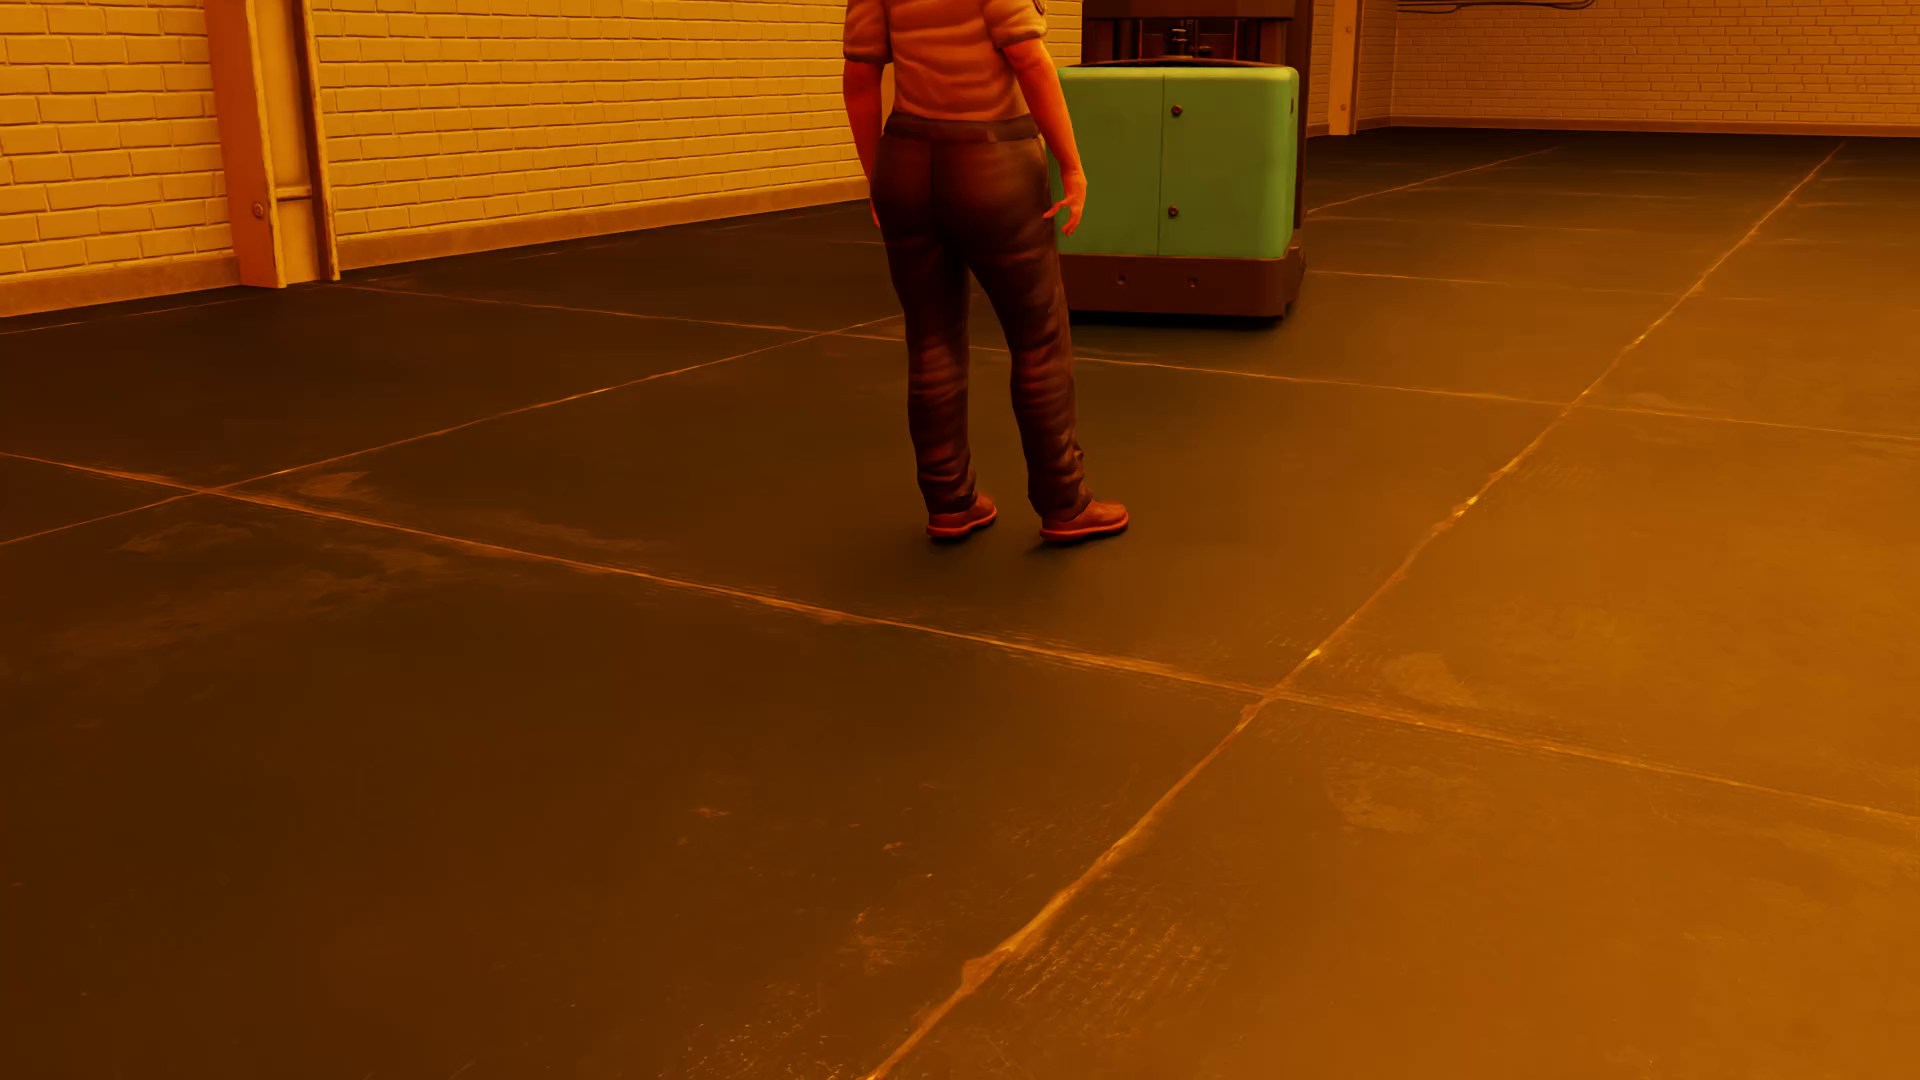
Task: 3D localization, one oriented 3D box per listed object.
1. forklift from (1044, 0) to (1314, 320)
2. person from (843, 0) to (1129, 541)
[{"bbox_3d":[1.180,-2.714,8.069,1.130,2.935,3.031,4,17,13],"label":"forklift"},{"bbox_3d":[0.065,-0.816,3.870,0.598,1.651,0.502,9,19,28],"label":"person"}]
